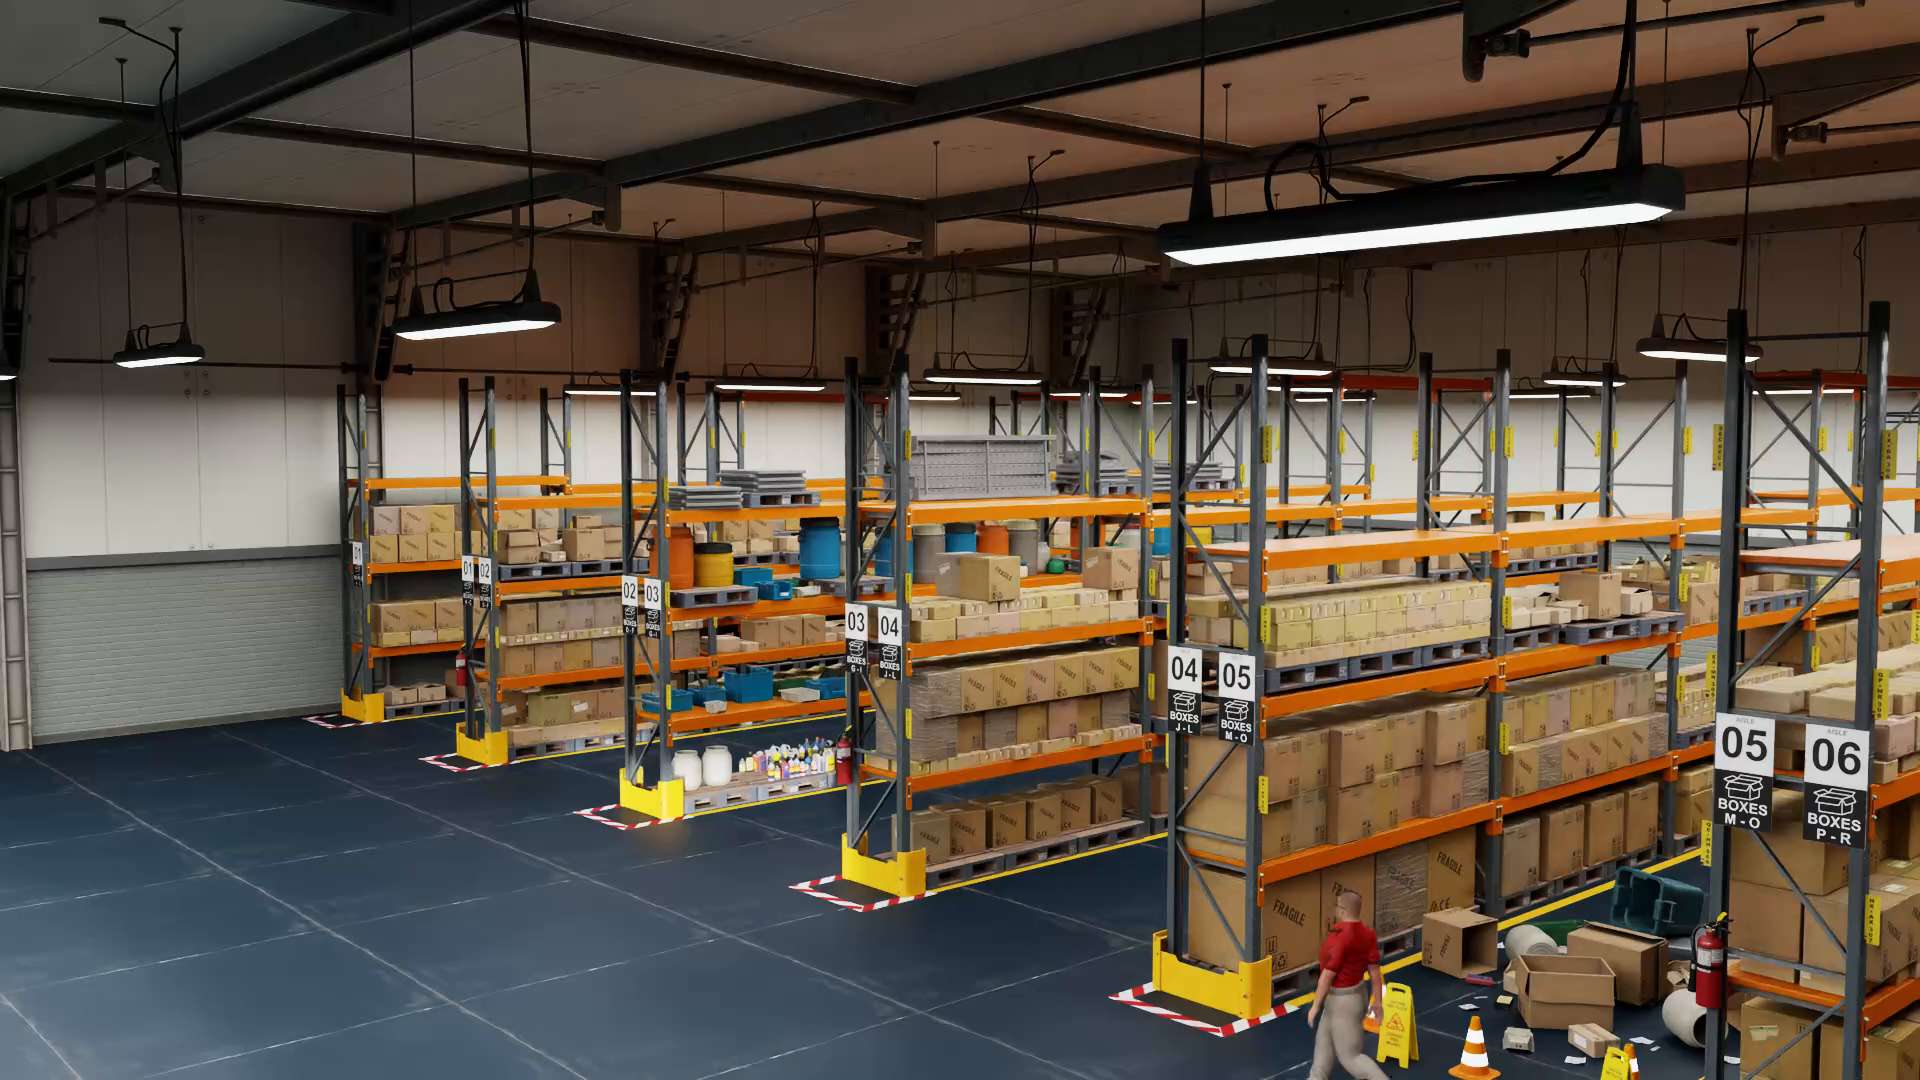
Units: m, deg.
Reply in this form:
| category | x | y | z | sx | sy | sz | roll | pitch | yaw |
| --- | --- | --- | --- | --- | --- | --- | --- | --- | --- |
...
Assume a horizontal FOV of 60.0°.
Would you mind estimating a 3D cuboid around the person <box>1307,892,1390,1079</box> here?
| category | x | y | z | sx | sy | sz | roll | pitch | yaw |
| --- | --- | --- | --- | --- | --- | --- | --- | --- | --- |
| person | 2.911 | 3.493 | 12.529 | 1.001 | 1.692 | 0.510 | 2 | 4 | 26 |
